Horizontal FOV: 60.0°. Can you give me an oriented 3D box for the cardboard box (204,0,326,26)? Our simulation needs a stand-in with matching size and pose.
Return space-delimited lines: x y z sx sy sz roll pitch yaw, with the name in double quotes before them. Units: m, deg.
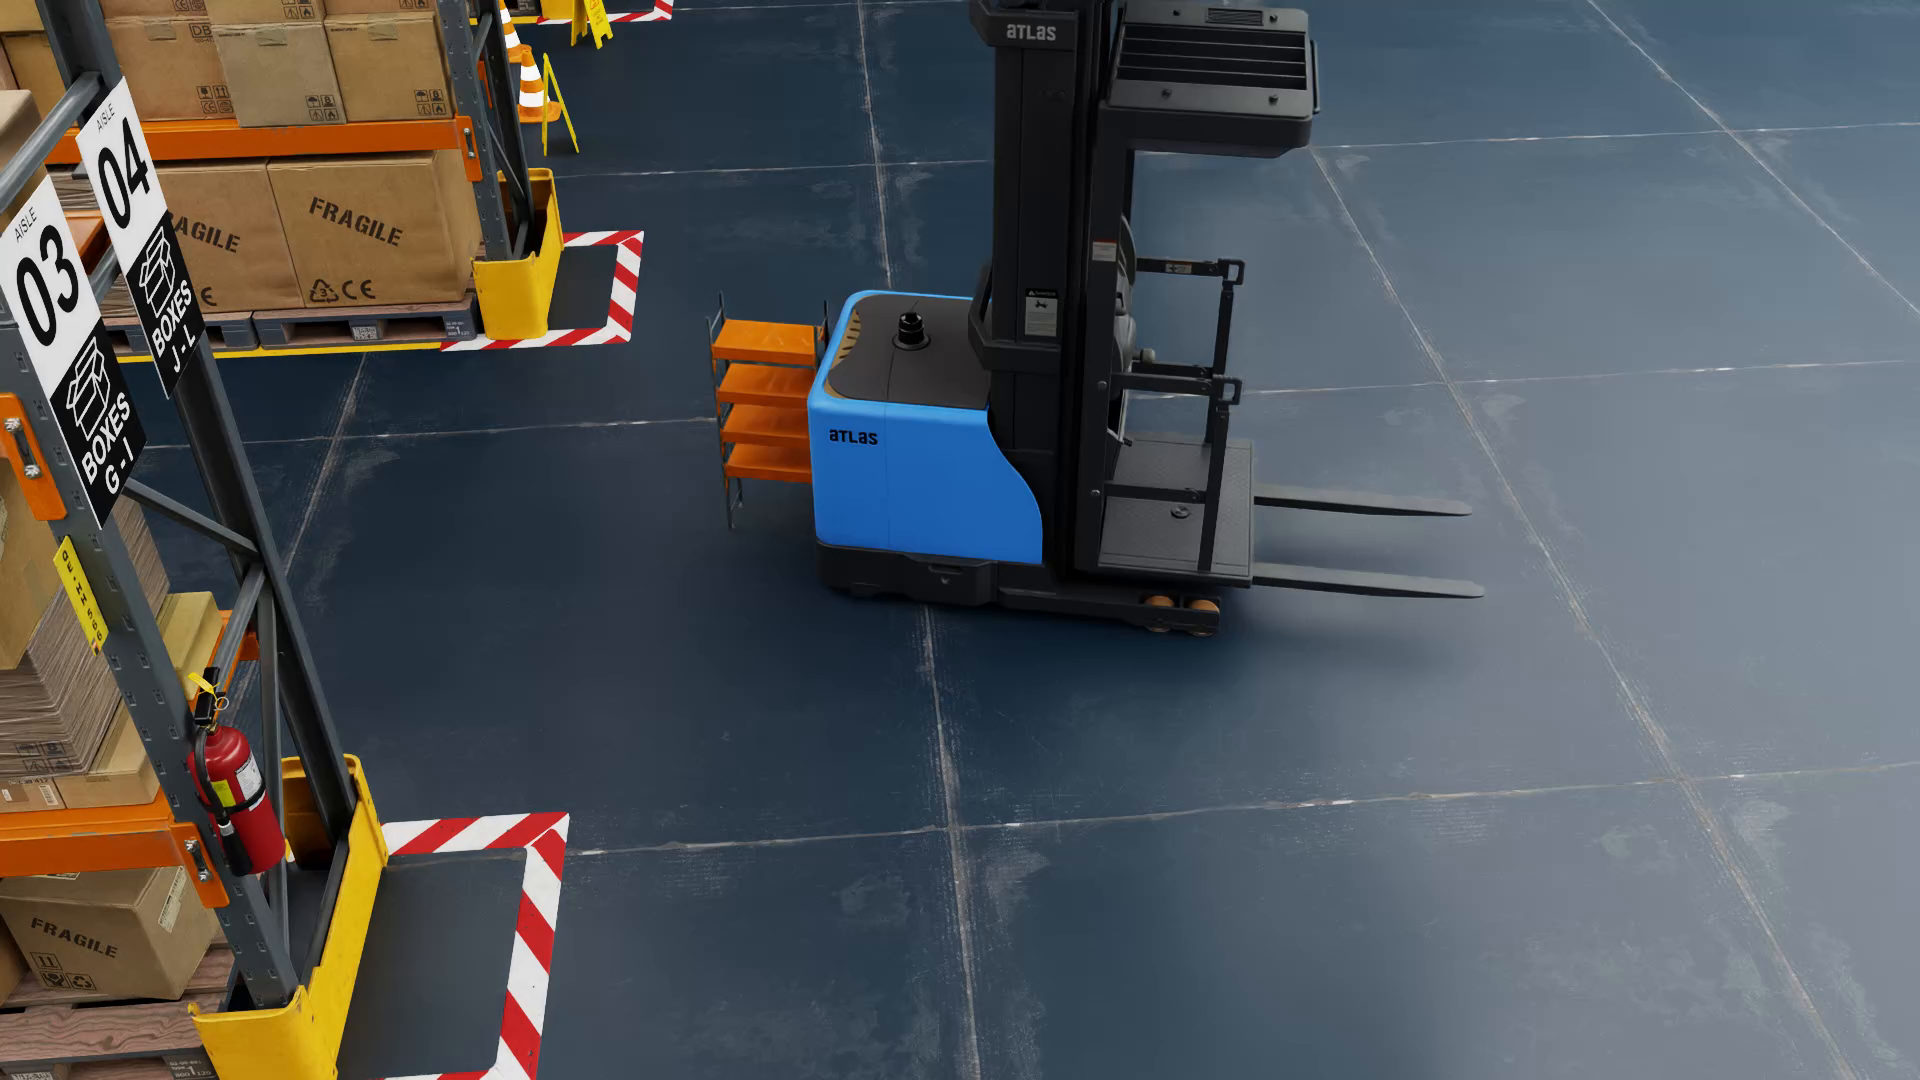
"cardboard box" -3.538 -3.083 8.565 0.550 0.550 0.875 -3 38 -4

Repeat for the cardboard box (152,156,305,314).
"cardboard box" -4.171 -1.887 9.419 0.875 0.875 0.875 -4 38 -5

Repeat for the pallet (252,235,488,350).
"pallet" -3.415 -1.497 9.799 1.213 0.211 1.003 -3 38 -4

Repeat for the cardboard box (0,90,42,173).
"cardboard box" -2.581 -1.021 4.322 0.250 0.149 0.380 -3 38 -4

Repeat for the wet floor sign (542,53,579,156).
"wet floor sign" -2.772 -2.983 11.332 0.232 0.644 0.267 -9 39 -12

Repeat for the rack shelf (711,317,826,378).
"rack shelf" -0.864 -0.873 7.575 0.480 0.148 0.258 5 39 7

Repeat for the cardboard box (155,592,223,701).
"cardboard box" -2.592 0.349 5.411 0.250 0.149 0.380 -3 38 -4

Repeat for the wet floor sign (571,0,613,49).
"wet floor sign" -2.880 -4.159 12.822 0.232 0.644 0.267 9 39 12

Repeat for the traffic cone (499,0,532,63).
"traffic cone" -3.478 -3.917 12.663 0.334 0.463 0.336 -3 38 -4

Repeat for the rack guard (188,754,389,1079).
"rack guard" -2.362 1.367 5.936 0.348 0.500 1.175 -3 38 -4

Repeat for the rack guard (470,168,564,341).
"rack guard" -2.601 -1.704 9.828 0.348 0.500 1.175 -3 38 -4

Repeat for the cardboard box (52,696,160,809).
"cardboard box" -2.552 0.623 5.063 0.250 0.149 0.380 -3 38 -4

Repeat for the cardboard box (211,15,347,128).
"cardboard box" -3.537 -2.651 8.889 0.550 0.550 0.875 -3 38 -4

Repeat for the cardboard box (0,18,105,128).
"cardboard box" -4.630 -2.643 8.879 0.500 0.550 0.875 -3 38 -4

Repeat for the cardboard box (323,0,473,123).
"cardboard box" -2.991 -2.695 8.944 0.550 0.550 0.875 -3 38 -4

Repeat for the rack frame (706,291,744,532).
"rack frame" -1.105 -0.586 7.847 0.015 1.200 0.240 5 39 7

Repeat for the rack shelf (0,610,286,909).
"rack shelf" -4.279 0.774 5.250 4.000 0.370 1.077 -3 38 -4

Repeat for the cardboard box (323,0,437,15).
"cardboard box" -2.998 -3.170 8.676 0.550 0.550 0.875 -3 38 -4

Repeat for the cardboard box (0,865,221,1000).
"cardboard box" -2.910 1.222 5.780 0.500 0.500 0.500 4 38 4

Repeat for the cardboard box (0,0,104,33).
"cardboard box" -4.624 -3.027 8.494 0.500 0.550 0.875 -3 38 -4

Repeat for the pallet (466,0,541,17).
"pallet" -4.052 -4.611 13.746 1.213 0.211 1.003 -3 38 -4

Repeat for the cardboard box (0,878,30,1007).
"cardboard box" -3.502 1.276 5.712 0.500 0.500 0.500 6 39 8

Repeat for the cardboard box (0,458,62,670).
"cardboard box" -2.813 0.016 4.502 0.500 0.500 0.500 -3 38 -4

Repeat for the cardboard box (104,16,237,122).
"cardboard box" -4.106 -2.698 8.948 0.550 0.550 0.875 -3 38 -4

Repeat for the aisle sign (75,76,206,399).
"aisle sign" -2.251 -0.827 4.600 0.004 0.787 0.394 -3 38 -4

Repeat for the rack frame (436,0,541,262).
"rack frame" -2.625 -2.684 9.052 0.127 3.000 1.000 -3 38 -4

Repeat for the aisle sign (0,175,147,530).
"aisle sign" -2.198 -0.457 4.131 0.004 0.787 0.394 -3 38 -4

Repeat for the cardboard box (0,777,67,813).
"cardboard box" -2.801 0.637 5.046 0.250 0.149 0.380 -3 38 -4

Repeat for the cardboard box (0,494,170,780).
"cardboard box" -2.837 0.239 5.027 0.500 0.500 0.875 -3 38 -4

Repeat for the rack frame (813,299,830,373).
"rack frame" -0.623 -0.542 7.791 0.015 1.200 0.240 5 39 7

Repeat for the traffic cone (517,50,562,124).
"traffic cone" -3.041 -3.251 11.819 0.334 0.463 0.336 -3 38 -4

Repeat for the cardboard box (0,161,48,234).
"cardboard box" -2.789 -0.870 4.453 0.500 0.250 0.500 -2 38 -3

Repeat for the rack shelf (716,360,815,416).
"rack shelf" -0.864 -0.687 7.722 0.480 0.148 0.258 5 39 7

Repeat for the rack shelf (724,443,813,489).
"rack shelf" -0.864 -0.356 7.983 0.480 0.148 0.258 5 39 7

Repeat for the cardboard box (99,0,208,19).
"cardboard box" -4.108 -3.136 8.633 0.550 0.550 0.875 -3 38 -4

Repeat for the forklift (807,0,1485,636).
"forklift" 0.888 -1.069 7.061 3.031 2.935 1.130 5 39 7

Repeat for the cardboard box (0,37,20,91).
"cardboard box" -5.149 -2.552 8.764 0.550 0.550 0.875 -3 38 -4

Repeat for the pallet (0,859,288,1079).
"pallet" -3.175 1.503 5.996 1.213 0.211 1.003 -3 38 -4

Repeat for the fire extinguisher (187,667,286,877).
"fire extinguisher" -2.132 0.690 4.838 0.183 0.674 0.296 -3 38 -4

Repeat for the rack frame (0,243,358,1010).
"rack frame" -2.287 0.382 5.167 0.127 3.000 1.000 -3 38 -4

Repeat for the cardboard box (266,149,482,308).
"cardboard box" -3.295 -1.937 9.481 0.875 0.875 0.875 -3 38 -4

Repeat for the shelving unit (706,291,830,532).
"shelving unit" -0.864 -0.564 7.819 0.503 1.200 0.258 5 39 7

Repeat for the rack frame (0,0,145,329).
"rack frame" -2.287 -1.973 3.308 0.127 3.000 1.000 -3 38 -4

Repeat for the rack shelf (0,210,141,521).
"rack shelf" -4.279 -0.404 4.321 4.000 0.370 1.077 -3 38 -4

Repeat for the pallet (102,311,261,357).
"pallet" -4.627 -1.432 9.717 1.213 0.211 1.003 -3 38 -4

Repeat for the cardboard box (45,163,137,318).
"cardboard box" -5.079 -1.838 9.357 0.875 0.875 0.875 -3 38 -4

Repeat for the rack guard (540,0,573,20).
"rack guard" -3.240 -4.747 13.685 0.348 0.500 1.175 -3 38 -4

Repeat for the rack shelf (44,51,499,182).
"rack shelf" -4.617 -2.292 9.136 4.000 0.370 1.077 -3 38 -4

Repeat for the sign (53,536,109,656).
"sign" -2.257 0.147 4.275 0.005 0.325 0.100 -3 38 -4

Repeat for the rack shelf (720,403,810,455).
"rack shelf" -0.864 -0.512 7.860 0.480 0.148 0.258 5 39 7
